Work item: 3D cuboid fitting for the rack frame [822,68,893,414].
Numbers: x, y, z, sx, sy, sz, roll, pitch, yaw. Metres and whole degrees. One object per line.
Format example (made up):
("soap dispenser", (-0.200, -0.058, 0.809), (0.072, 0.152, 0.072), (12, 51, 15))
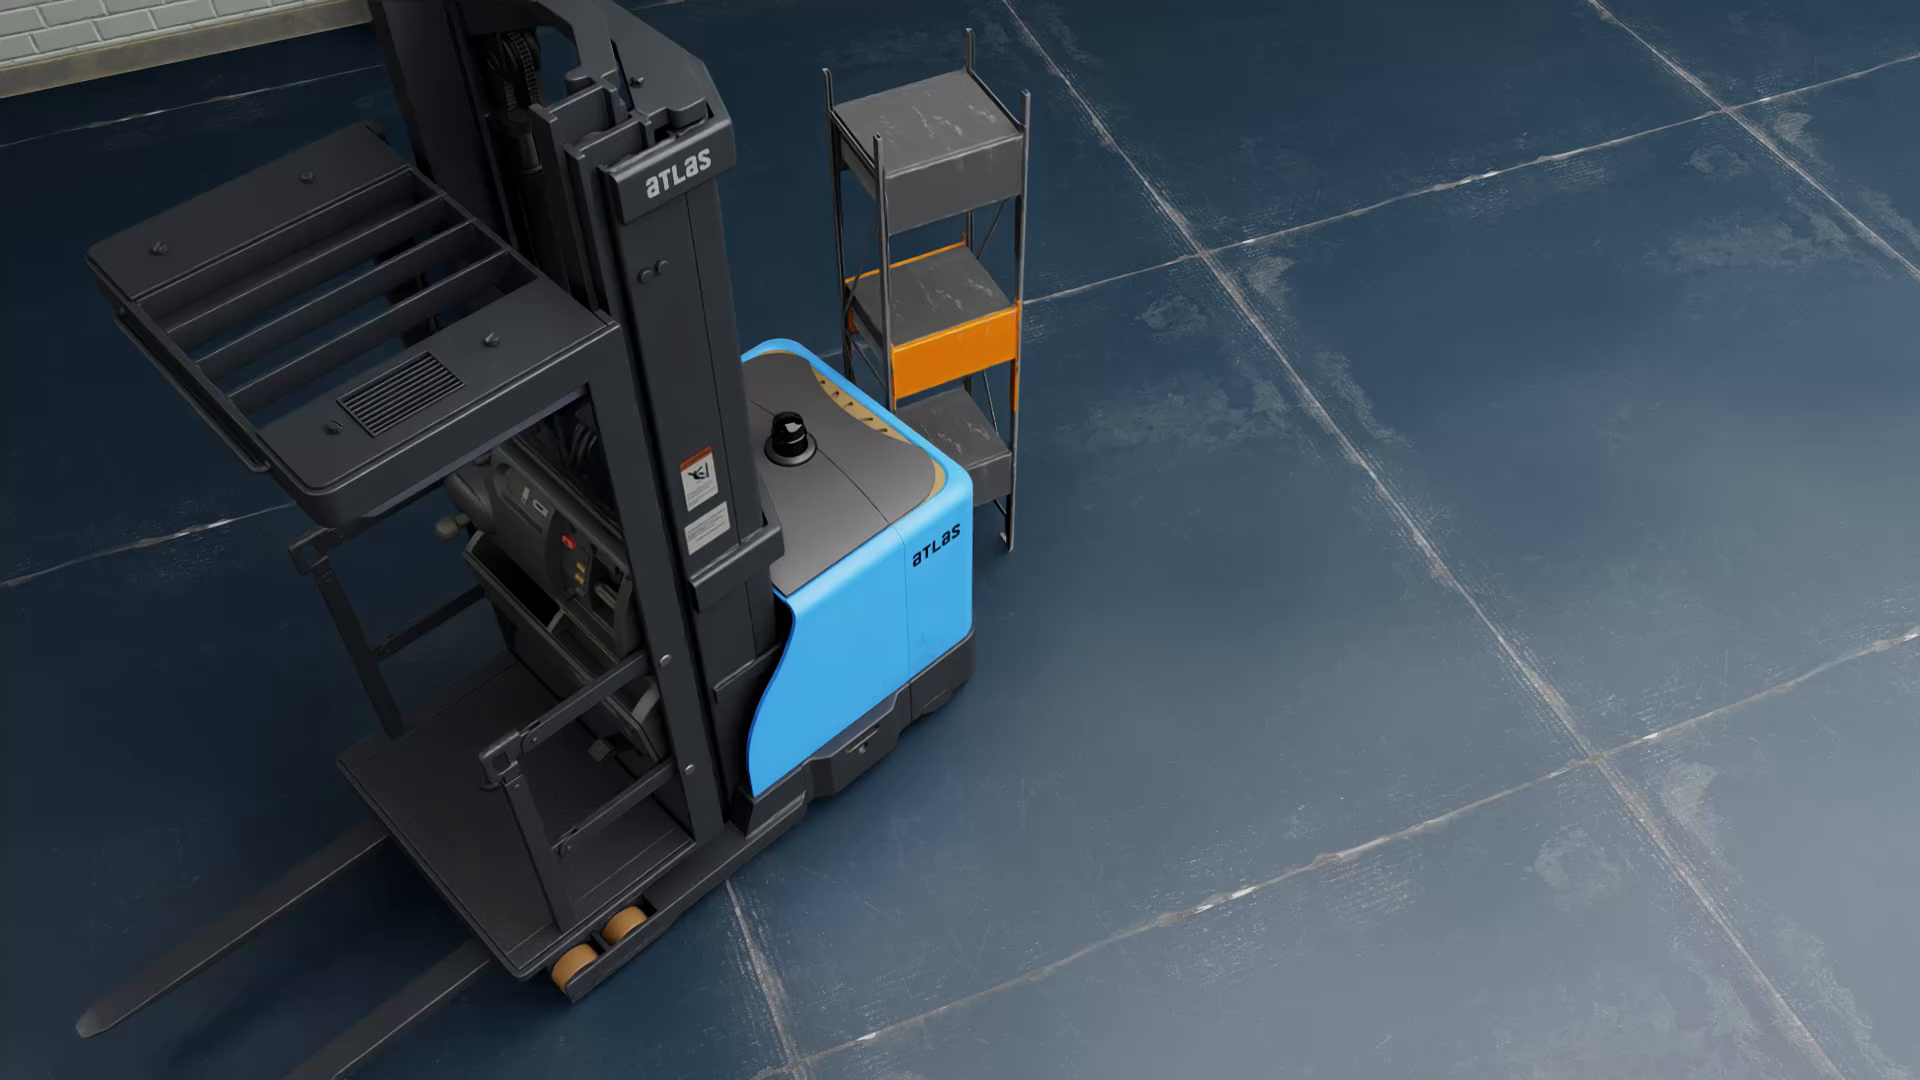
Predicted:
("rack frame", (-0.322, -0.613, 5.733), (0.015, 2.100, 0.400), (-21, 53, -17))

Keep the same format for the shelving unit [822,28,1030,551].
("shelving unit", (-0.104, -0.696, 5.804), (0.503, 2.100, 0.431), (-21, 53, -17))

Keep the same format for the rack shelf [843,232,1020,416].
("rack shelf", (-0.104, -0.687, 5.815), (0.480, 0.518, 0.431), (-21, 53, -17))

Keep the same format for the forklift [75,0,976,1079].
("forklift", (-1.357, 0.051, 4.615), (3.031, 2.935, 1.130), (-36, 58, -27))

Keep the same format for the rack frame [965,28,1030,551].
("rack frame", (0.114, -0.779, 5.876), (0.015, 2.100, 0.400), (-21, 53, -17))

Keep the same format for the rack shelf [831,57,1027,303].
("rack shelf", (-0.104, -1.143, 5.284), (0.480, 0.518, 0.431), (-21, 53, -17))

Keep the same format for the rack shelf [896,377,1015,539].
("rack shelf", (-0.104, -0.231, 6.346), (0.480, 0.518, 0.431), (-21, 53, -17))
